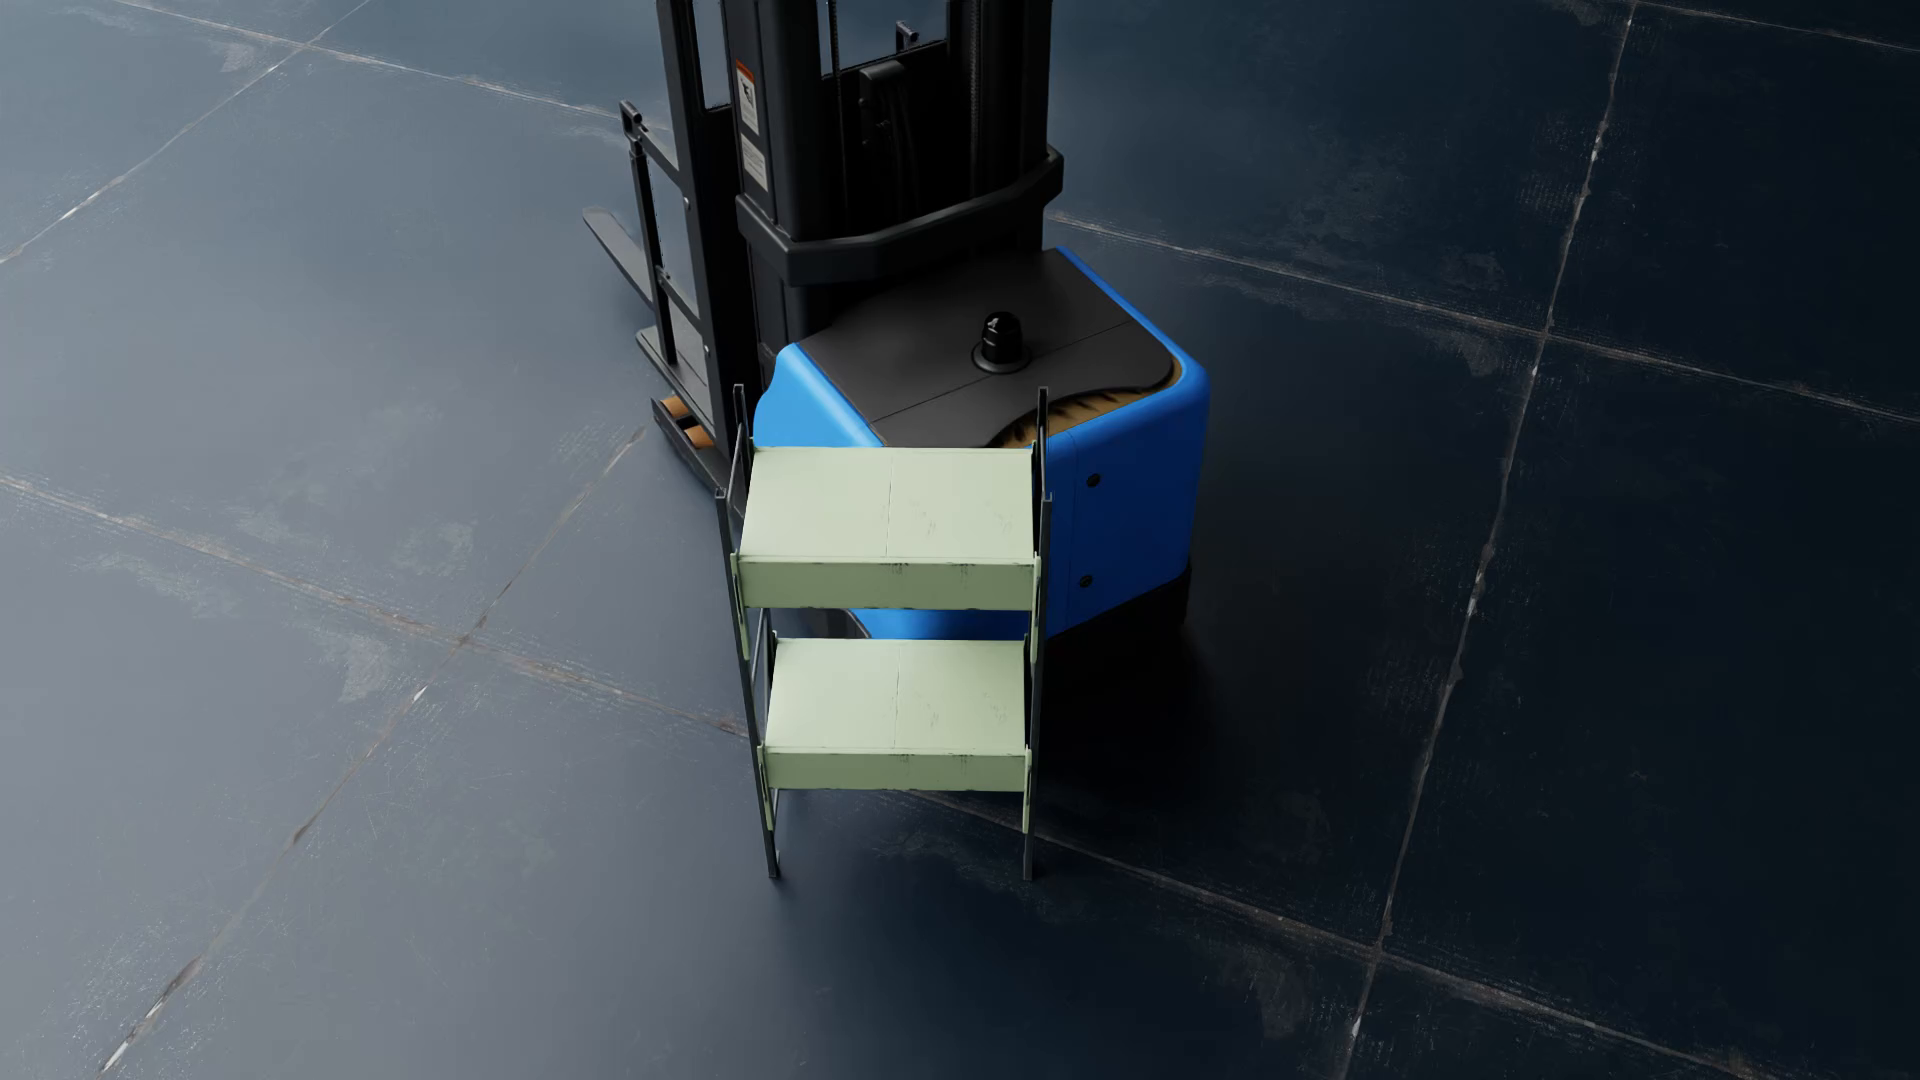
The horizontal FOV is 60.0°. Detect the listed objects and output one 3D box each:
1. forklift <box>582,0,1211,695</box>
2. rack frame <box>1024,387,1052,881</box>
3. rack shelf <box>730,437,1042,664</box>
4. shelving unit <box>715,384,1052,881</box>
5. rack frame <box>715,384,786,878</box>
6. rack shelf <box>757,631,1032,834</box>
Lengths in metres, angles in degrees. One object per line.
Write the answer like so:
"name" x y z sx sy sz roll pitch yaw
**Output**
"forklift" -0.466 -1.447 5.126 1.130 2.935 3.031 -23 49 -22
"rack frame" 0.197 0.305 4.381 0.023 1.500 0.400 1 45 1
"rack shelf" -0.169 0.024 4.109 0.720 0.370 0.431 1 45 1
"shelving unit" -0.169 0.301 4.384 0.755 1.500 0.431 1 45 1
"rack frame" -0.535 0.297 4.388 0.023 1.500 0.400 1 45 1
"rack shelf" -0.169 0.532 4.614 0.720 0.370 0.431 1 45 1
